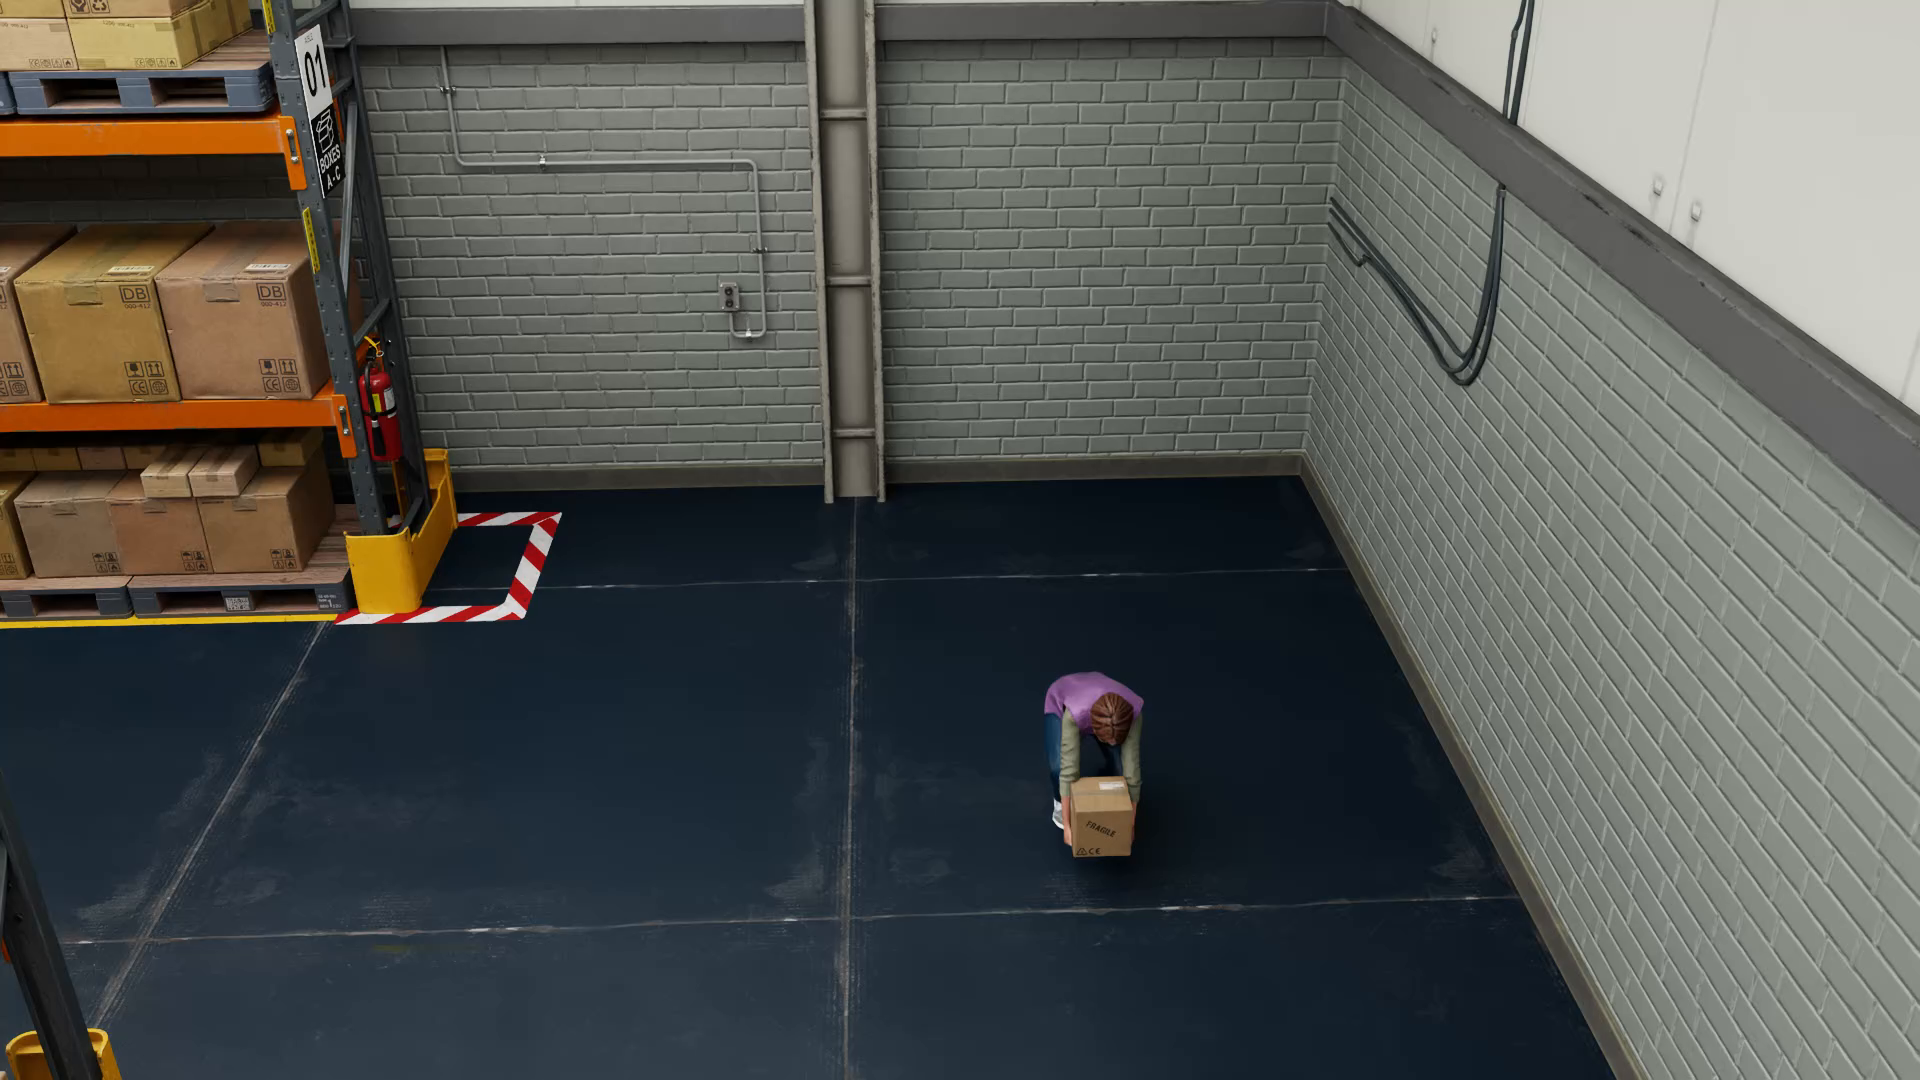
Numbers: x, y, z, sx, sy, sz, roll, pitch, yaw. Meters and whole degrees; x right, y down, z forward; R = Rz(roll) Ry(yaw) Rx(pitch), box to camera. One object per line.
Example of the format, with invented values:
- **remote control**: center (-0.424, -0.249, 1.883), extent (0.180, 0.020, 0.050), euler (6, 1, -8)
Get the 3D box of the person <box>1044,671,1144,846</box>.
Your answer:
- **person**: center (0.604, 0.957, 7.588), extent (0.417, 0.890, 0.849), euler (-2, 28, -4)
